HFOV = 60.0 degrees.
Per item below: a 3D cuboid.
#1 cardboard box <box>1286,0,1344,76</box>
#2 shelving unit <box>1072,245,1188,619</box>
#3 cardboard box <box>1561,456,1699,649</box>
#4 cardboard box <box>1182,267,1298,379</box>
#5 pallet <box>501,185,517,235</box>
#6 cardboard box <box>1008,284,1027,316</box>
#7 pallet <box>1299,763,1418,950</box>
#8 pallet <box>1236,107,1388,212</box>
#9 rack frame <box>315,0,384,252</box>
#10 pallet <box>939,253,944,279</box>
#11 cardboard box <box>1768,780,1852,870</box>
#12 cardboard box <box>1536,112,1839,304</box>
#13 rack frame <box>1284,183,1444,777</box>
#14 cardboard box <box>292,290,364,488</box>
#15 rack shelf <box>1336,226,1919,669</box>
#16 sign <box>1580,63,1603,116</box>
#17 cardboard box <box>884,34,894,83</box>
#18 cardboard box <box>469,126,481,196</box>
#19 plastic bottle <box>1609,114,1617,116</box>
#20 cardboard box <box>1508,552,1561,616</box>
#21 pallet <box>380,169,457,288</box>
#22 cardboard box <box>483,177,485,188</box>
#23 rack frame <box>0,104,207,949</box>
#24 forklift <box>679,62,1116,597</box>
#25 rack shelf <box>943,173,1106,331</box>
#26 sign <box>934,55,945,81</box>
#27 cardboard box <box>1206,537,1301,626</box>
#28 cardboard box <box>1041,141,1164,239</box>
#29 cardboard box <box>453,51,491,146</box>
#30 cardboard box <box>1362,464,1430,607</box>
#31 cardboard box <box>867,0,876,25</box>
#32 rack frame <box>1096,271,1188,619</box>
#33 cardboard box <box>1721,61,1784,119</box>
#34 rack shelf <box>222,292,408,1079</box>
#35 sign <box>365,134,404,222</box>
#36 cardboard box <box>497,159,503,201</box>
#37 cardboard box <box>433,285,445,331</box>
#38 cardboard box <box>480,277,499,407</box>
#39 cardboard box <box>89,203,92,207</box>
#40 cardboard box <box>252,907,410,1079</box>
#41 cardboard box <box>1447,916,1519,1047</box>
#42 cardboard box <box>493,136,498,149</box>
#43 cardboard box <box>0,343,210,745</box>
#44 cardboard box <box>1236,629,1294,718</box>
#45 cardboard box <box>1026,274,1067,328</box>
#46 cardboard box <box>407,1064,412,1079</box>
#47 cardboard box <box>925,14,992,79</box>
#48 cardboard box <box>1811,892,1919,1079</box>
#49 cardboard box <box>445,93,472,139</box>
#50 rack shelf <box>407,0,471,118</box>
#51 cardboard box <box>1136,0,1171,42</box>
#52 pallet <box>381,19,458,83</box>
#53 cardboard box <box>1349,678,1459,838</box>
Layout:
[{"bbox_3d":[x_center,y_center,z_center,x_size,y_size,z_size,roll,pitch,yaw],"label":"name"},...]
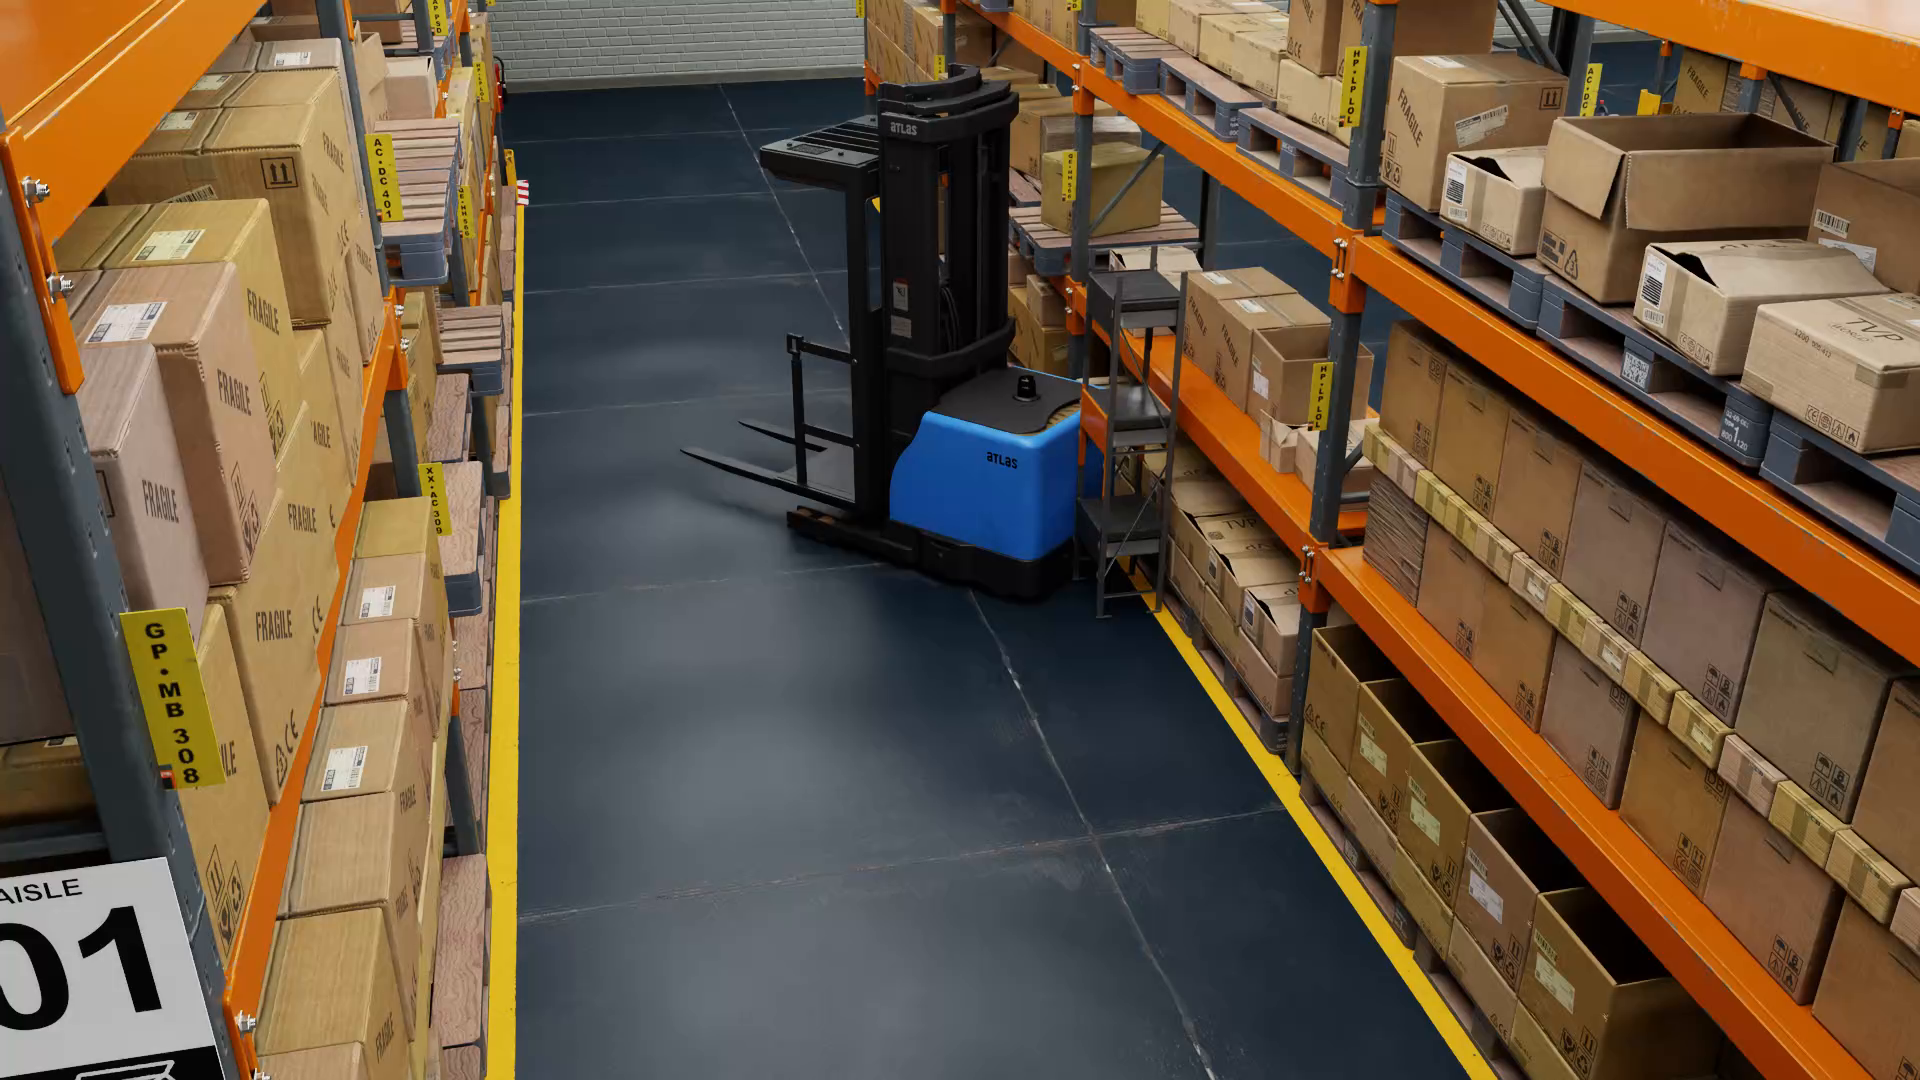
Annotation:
[{"bbox_3d":[1.903,-2.539,7.991,0.500,0.500,0.500,-3,27,-7],"label":"cardboard box"},{"bbox_3d":[0.960,-0.598,9.594,0.431,2.100,0.503,-5,28,-12],"label":"shelving unit"},{"bbox_3d":[2.600,0.009,5.852,0.700,0.500,0.500,-6,27,-12],"label":"cardboard box"},{"bbox_3d":[1.647,-1.288,9.862,0.500,0.500,0.500,-7,28,-14],"label":"cardboard box"},{"bbox_3d":[-5.119,-3.398,17.247,1.003,0.211,1.213,-6,27,-12],"label":"pallet"},{"bbox_3d":[0.573,-1.902,13.476,0.500,0.500,0.500,-7,28,-14],"label":"cardboard box"},{"bbox_3d":[2.293,1.376,7.790,1.003,0.211,1.213,-6,27,-12],"label":"pallet"},{"bbox_3d":[1.943,-1.862,7.993,0.805,0.209,1.217,-7,28,-14],"label":"pallet"},{"bbox_3d":[-2.671,-2.396,5.510,1.000,3.000,0.127,-6,27,-12],"label":"rack frame"},{"bbox_3d":[0.198,-2.791,16.045,1.003,0.211,1.213,-6,27,-12],"label":"pallet"},{"bbox_3d":[2.666,0.824,4.957,0.380,0.149,0.250,-6,27,-12],"label":"cardboard box"},{"bbox_3d":[2.403,-1.122,5.578,0.797,0.503,0.637,-3,27,-6],"label":"cardboard box"},{"bbox_3d":[2.154,-0.222,7.861,1.000,3.000,0.127,-6,27,-12],"label":"rack frame"},{"bbox_3d":[-2.053,-0.451,4.852,0.500,0.500,0.500,-7,28,-14],"label":"cardboard box"},{"bbox_3d":[2.605,-0.362,5.608,1.077,0.370,4.000,-6,27,-12],"label":"rack shelf"},{"bbox_3d":[2.695,-1.885,7.164,0.100,0.325,0.005,-6,27,-12],"label":"sign"},{"bbox_3d":[-0.475,-4.867,16.952,0.500,0.500,0.500,-6,27,-12],"label":"cardboard box"},{"bbox_3d":[-3.895,-2.795,12.494,0.500,0.500,0.500,-6,27,-12],"label":"cardboard box"},{"bbox_3d":[5.778,-3.658,14.807,0.152,0.276,0.135,-6,27,-12],"label":"plastic bottle"},{"bbox_3d":[2.321,0.147,6.300,0.380,0.149,0.250,-7,28,-13],"label":"cardboard box"},{"bbox_3d":[-2.706,-1.255,6.786,1.213,0.211,1.003,-6,27,-12],"label":"pallet"},{"bbox_3d":[-4.042,-2.898,13.420,0.380,0.149,0.250,-5,27,-11],"label":"cardboard box"},{"bbox_3d":[-1.770,-0.640,2.031,1.000,3.000,0.127,-6,27,-12],"label":"rack frame"},{"bbox_3d":[-0.513,-1.471,10.411,3.031,2.935,1.130,18,32,31],"label":"forklift"},{"bbox_3d":[0.802,-2.535,13.242,1.077,0.370,4.000,-6,27,-12],"label":"rack shelf"},{"bbox_3d":[-0.175,-4.062,14.509,0.100,0.325,0.005,-6,27,-12],"label":"sign"},{"bbox_3d":[1.661,0.191,9.006,0.500,0.311,0.500,-5,27,-10],"label":"cardboard box"},{"bbox_3d":[1.001,-2.475,11.748,0.700,0.500,0.500,-16,31,-29],"label":"cardboard box"},{"bbox_3d":[-4.739,-3.924,14.863,0.980,0.700,0.700,-7,28,-13],"label":"cardboard box"},{"bbox_3d":[2.261,-0.073,7.454,0.700,0.500,0.500,-7,28,-13],"label":"cardboard box"},{"bbox_3d":[-0.707,-5.760,17.612,0.500,0.500,0.500,-5,27,-10],"label":"cardboard box"},{"bbox_3d":[1.016,-0.490,9.383,0.400,2.100,0.015,-5,28,-12],"label":"rack frame"},{"bbox_3d":[9.530,-5.061,19.340,0.875,0.875,0.875,-6,27,-12],"label":"cardboard box"},{"bbox_3d":[-2.220,0.142,4.608,1.077,0.370,4.000,-6,27,-12],"label":"rack shelf"},{"bbox_3d":[-2.144,-1.346,6.185,0.100,0.325,0.005,-6,27,-12],"label":"sign"},{"bbox_3d":[-5.120,-3.760,17.179,0.700,0.500,0.500,-6,27,-12],"label":"cardboard box"},{"bbox_3d":[-3.457,-1.509,9.812,0.700,0.500,0.500,-9,28,-18],"label":"cardboard box"},{"bbox_3d":[-3.801,-1.423,12.160,0.750,0.750,0.750,-6,27,-12],"label":"cardboard box"},{"bbox_3d":[-2.451,-0.642,4.121,0.500,0.500,0.500,-6,27,-12],"label":"cardboard box"},{"bbox_3d":[-1.686,1.304,4.150,0.500,0.500,0.500,-6,27,-11],"label":"cardboard box"},{"bbox_3d":[2.297,1.711,6.616,0.500,0.250,0.500,-6,27,-12],"label":"cardboard box"},{"bbox_3d":[-4.914,-4.012,16.957,0.380,0.149,0.250,-6,27,-12],"label":"cardboard box"},{"bbox_3d":[-1.620,0.006,2.838,0.500,0.500,0.500,-8,28,-15],"label":"cardboard box"},{"bbox_3d":[1.779,0.665,8.689,0.500,0.250,0.500,-6,27,-12],"label":"cardboard box"},{"bbox_3d":[0.797,-1.805,12.450,0.500,0.250,0.500,-5,27,-10],"label":"cardboard box"},{"bbox_3d":[-1.701,1.623,4.349,0.500,0.250,0.500,-7,28,-13],"label":"cardboard box"},{"bbox_3d":[-0.015,-4.421,14.959,0.500,0.500,0.500,-6,27,-11],"label":"cardboard box"},{"bbox_3d":[2.963,1.283,4.768,0.700,0.500,0.500,-6,27,-12],"label":"cardboard box"},{"bbox_3d":[-3.899,-3.122,12.311,0.500,0.250,0.500,-5,27,-11],"label":"cardboard box"},{"bbox_3d":[-4.023,-3.370,11.566,1.077,0.370,4.000,-6,27,-12],"label":"rack shelf"},{"bbox_3d":[1.410,-3.244,10.220,0.500,0.250,0.500,-8,28,-15],"label":"cardboard box"},{"bbox_3d":[-3.769,-3.006,10.257,1.213,0.211,1.003,-5,27,-9],"label":"pallet"},{"bbox_3d":[2.074,0.937,7.318,0.500,0.500,0.500,-6,27,-12],"label":"cardboard box"}]
